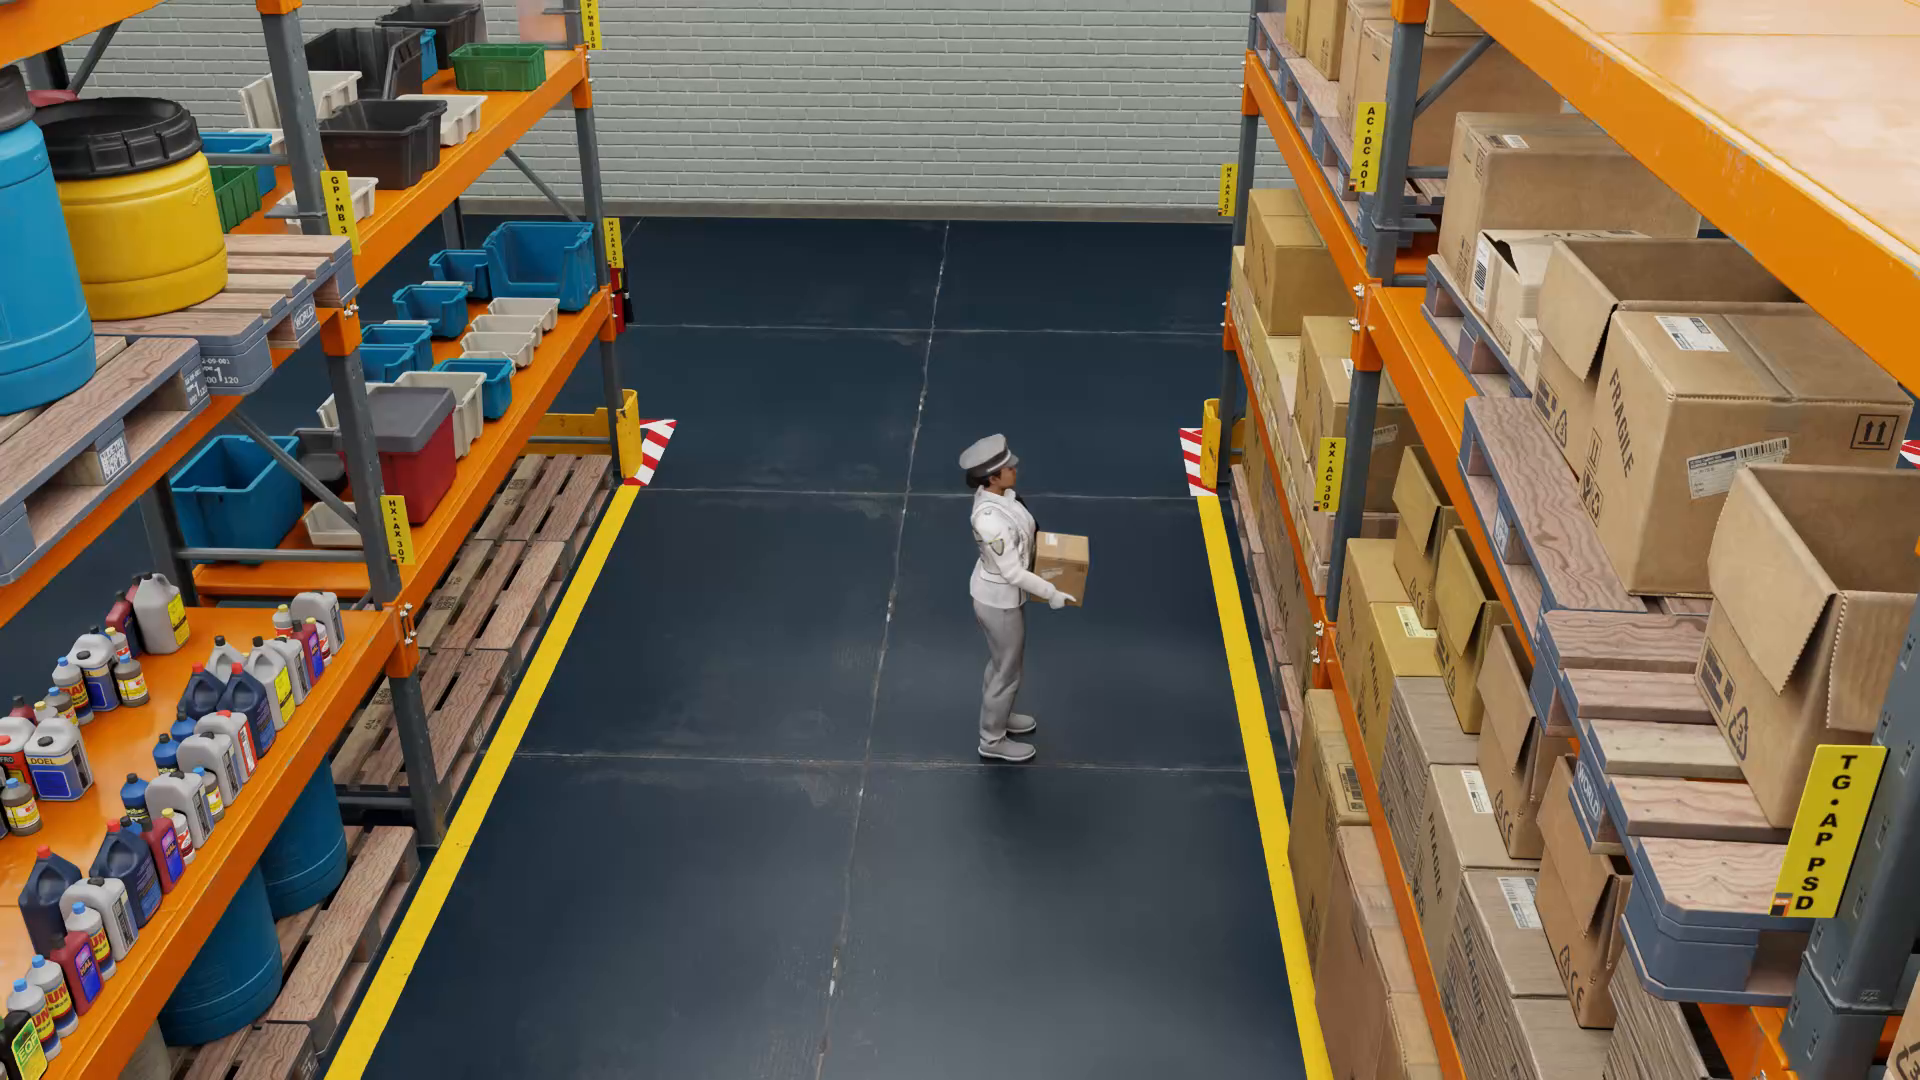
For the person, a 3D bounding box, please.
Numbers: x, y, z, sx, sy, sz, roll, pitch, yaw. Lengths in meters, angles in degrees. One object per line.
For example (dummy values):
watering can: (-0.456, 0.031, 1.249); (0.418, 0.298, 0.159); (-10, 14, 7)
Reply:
person: (0.277, 0.277, 8.077); (0.564, 1.686, 0.460); (1, 28, 2)
